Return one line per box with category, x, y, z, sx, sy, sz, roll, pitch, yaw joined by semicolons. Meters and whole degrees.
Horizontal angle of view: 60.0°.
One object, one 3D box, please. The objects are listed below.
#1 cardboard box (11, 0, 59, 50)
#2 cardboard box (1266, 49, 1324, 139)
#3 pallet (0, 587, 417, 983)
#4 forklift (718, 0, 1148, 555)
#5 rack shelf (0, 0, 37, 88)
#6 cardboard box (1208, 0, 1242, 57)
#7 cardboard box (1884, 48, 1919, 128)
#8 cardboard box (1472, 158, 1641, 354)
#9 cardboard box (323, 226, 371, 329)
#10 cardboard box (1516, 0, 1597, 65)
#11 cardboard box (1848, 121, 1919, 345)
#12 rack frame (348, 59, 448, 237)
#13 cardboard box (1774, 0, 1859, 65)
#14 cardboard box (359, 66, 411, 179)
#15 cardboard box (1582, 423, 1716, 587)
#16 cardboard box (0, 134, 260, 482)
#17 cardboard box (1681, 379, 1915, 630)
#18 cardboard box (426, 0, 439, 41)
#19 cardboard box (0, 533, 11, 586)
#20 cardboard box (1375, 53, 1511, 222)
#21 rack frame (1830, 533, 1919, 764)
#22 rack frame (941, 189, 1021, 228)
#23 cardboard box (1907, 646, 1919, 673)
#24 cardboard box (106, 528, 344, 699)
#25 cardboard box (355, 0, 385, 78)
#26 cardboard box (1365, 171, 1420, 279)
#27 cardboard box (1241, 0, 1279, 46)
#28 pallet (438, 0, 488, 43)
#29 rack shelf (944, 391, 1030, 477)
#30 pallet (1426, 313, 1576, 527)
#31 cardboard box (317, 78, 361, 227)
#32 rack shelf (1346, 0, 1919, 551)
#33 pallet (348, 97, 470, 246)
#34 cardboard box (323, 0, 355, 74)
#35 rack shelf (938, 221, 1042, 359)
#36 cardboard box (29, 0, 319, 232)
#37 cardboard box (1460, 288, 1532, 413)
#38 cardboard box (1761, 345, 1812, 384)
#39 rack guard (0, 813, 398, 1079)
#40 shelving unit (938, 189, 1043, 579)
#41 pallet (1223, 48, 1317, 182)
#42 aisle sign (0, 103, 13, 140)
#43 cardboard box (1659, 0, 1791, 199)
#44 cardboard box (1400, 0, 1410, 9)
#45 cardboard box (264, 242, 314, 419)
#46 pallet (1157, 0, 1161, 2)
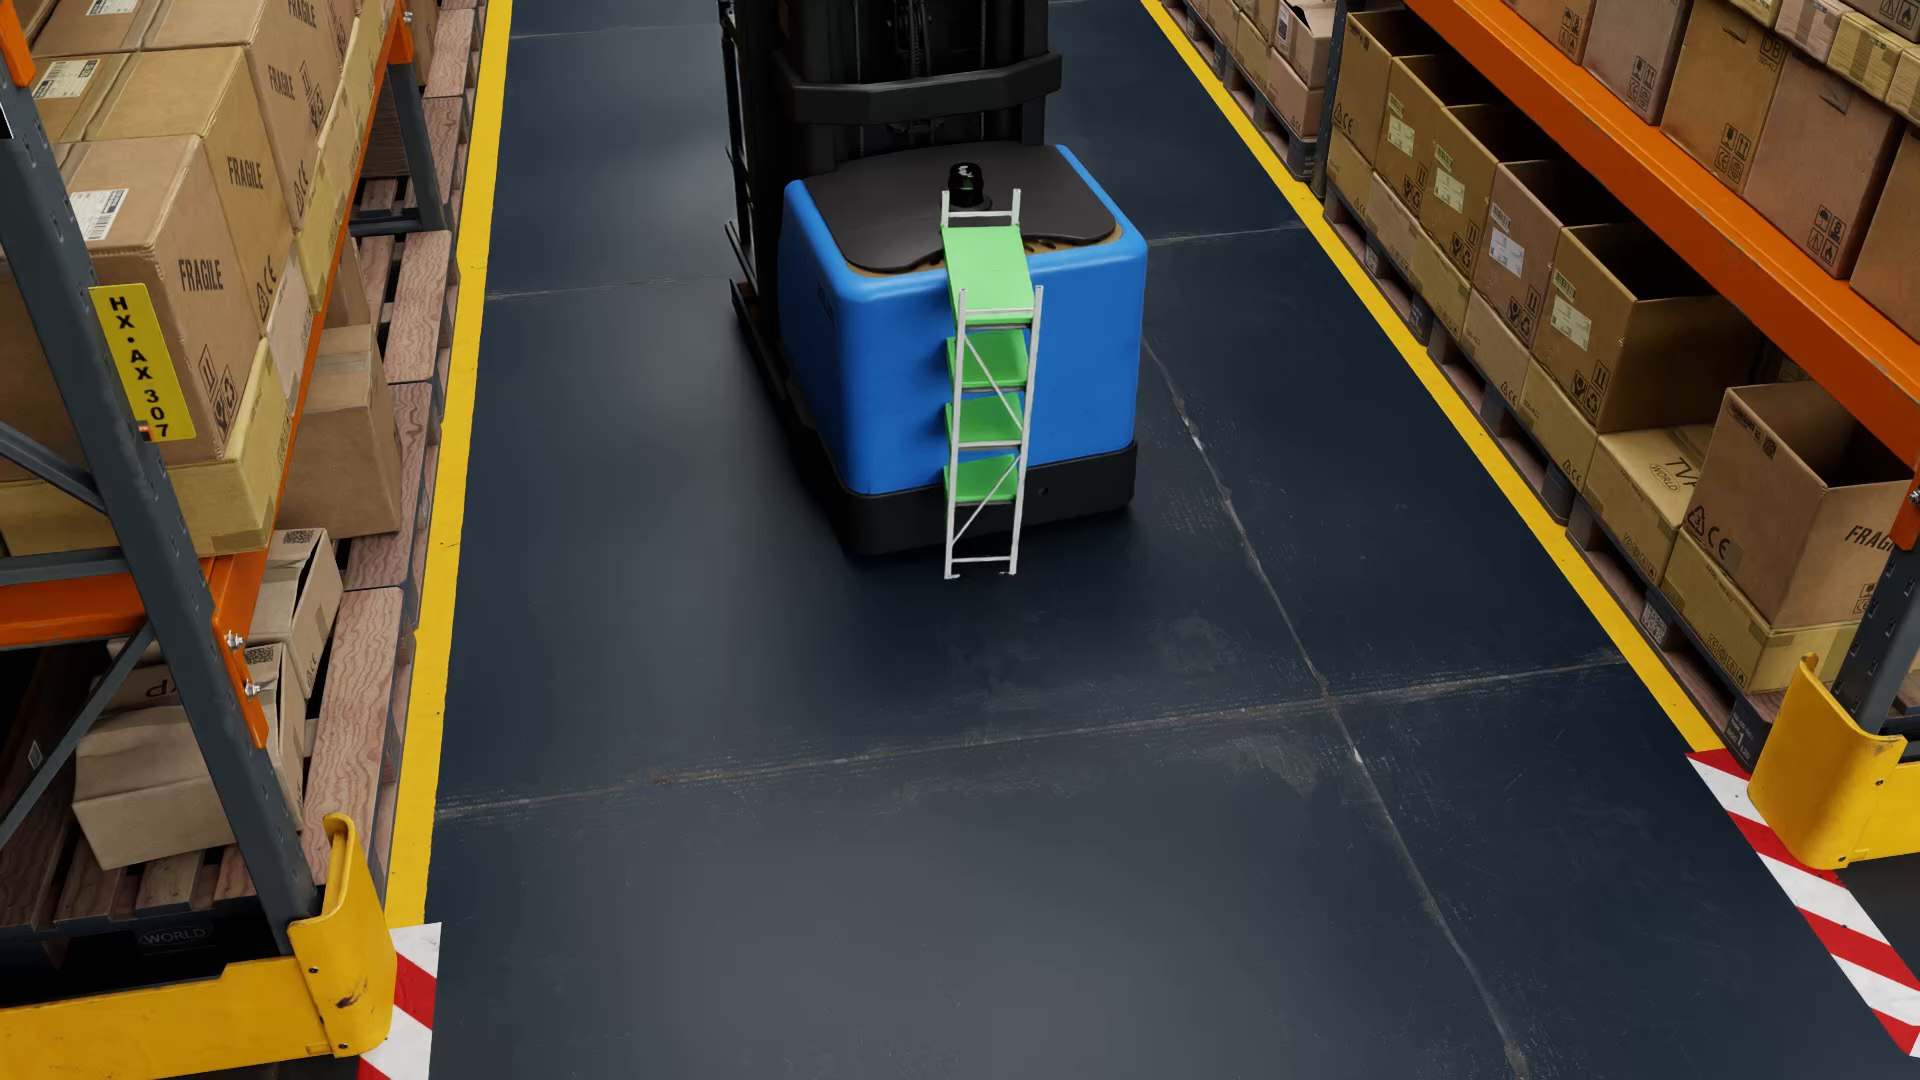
cardboard box;-2.478;-1.039;4.137;0.500;0.500;0.500;-7;38;-9
cardboard box;1.805;-2.166;7.991;0.500;0.250;0.500;-7;38;-8
pallet;-2.133;0.646;4.747;1.003;0.211;1.213;-6;38;-8
forklift;-0.315;-2.016;5.956;1.130;2.935;3.031;-11;39;-14
rack shelf;-2.363;-2.024;4.051;1.077;0.370;4.000;-6;38;-8
cardboard box;1.628;-2.780;8.783;0.500;0.250;0.500;-5;38;-7
cardboard box;2.562;-1.114;4.129;0.380;0.149;0.250;-5;38;-7
cardboard box;2.201;-1.023;5.909;0.500;0.500;0.500;-6;38;-8
cardboard box;-2.492;-0.895;6.136;0.500;0.500;0.500;-9;39;-11
cardboard box;2.430;-2.017;5.820;0.700;0.500;0.500;-6;38;-7
cardboard box;2.795;-0.773;4.219;0.700;0.500;0.500;-6;38;-8
rack frame;-2.714;-2.331;6.306;1.000;3.000;0.127;-6;38;-8
cardboard box;2.475;-1.421;4.524;0.380;0.149;0.250;-6;38;-7
cardboard box;-2.859;-1.961;7.508;0.700;0.500;0.500;-5;38;-6
cardboard box;2.380;-0.123;5.362;0.500;0.250;0.500;-6;38;-8
cardboard box;-1.800;-0.481;3.418;0.500;0.500;0.500;-6;38;-8
cardboard box;2.477;-0.118;4.745;0.500;0.500;0.500;-6;38;-8
cardboard box;-3.146;-2.884;8.696;0.700;0.500;0.500;-6;38;-8
cardboard box;-2.285;-0.125;3.572;0.500;0.250;0.500;-6;38;-7
cardboard box;2.031;-1.627;6.688;0.500;0.500;0.500;-6;38;-8
rack frame;2.864;-0.450;3.885;1.000;3.000;0.127;-6;38;-8
rack frame;0.040;-0.646;5.510;0.240;1.200;0.015;-3;46;-6
cardboard box;2.989;0.122;5.047;0.500;0.250;0.500;-6;38;-8
cardboard box;-2.145;0.201;4.879;0.500;0.311;0.500;-3;38;-4
cardboard box;-2.253;-1.725;5.631;0.500;0.250;0.500;-6;38;-8
cardboard box;2.028;-1.331;6.917;0.500;0.250;0.500;-6;38;-8
cardboard box;1.712;-2.695;8.216;0.500;0.311;0.500;-5;38;-7
pallet;-3.279;-3.174;9.663;1.003;0.211;1.213;-6;38;-8
rack shelf;0.063;-0.427;5.386;0.258;0.148;0.480;-3;46;-6
pallet;2.478;-0.542;6.275;1.003;0.211;1.213;-6;38;-8
cardboard box;-2.060;-1.119;4.851;0.500;0.250;0.500;-6;38;-8
rack shelf;2.513;-1.374;5.660;1.077;0.370;4.000;-6;38;-8
pallet;-2.851;-1.700;7.766;1.003;0.211;1.213;-6;38;-8
cardboard box;-2.155;-1.718;5.011;0.500;0.500;0.500;-7;38;-9
rack shelf;0.084;-0.763;5.044;0.258;0.148;0.480;-3;46;-6
cardboard box;-1.961;-1.093;4.207;0.500;0.500;0.500;-7;38;-9
cardboard box;2.204;-0.727;6.140;0.500;0.250;0.500;-6;38;-8
cardboard box;2.899;-0.476;5.205;0.500;0.500;0.500;-6;38;-8
rack guard;-2.026;1.026;4.022;1.175;0.500;0.348;-6;38;-8
shelving unit;0.066;-0.472;5.340;0.258;1.200;0.503;-3;46;-6
pallet;1.995;-2.206;8.417;1.003;0.211;1.213;-6;38;-8
aisle sign;-1.704;-0.931;2.384;0.394;0.787;0.004;-6;38;-8
cardboard box;2.617;-1.390;5.013;0.700;0.500;0.500;-6;38;-8
cardboard box;2.336;-2.444;7.893;0.500;0.311;0.500;-6;38;-8
cardboard box;-1.890;-0.505;4.061;0.500;0.250;0.500;-7;38;-9
pallet;1.567;-3.680;10.314;1.003;0.211;1.213;-6;38;-8
